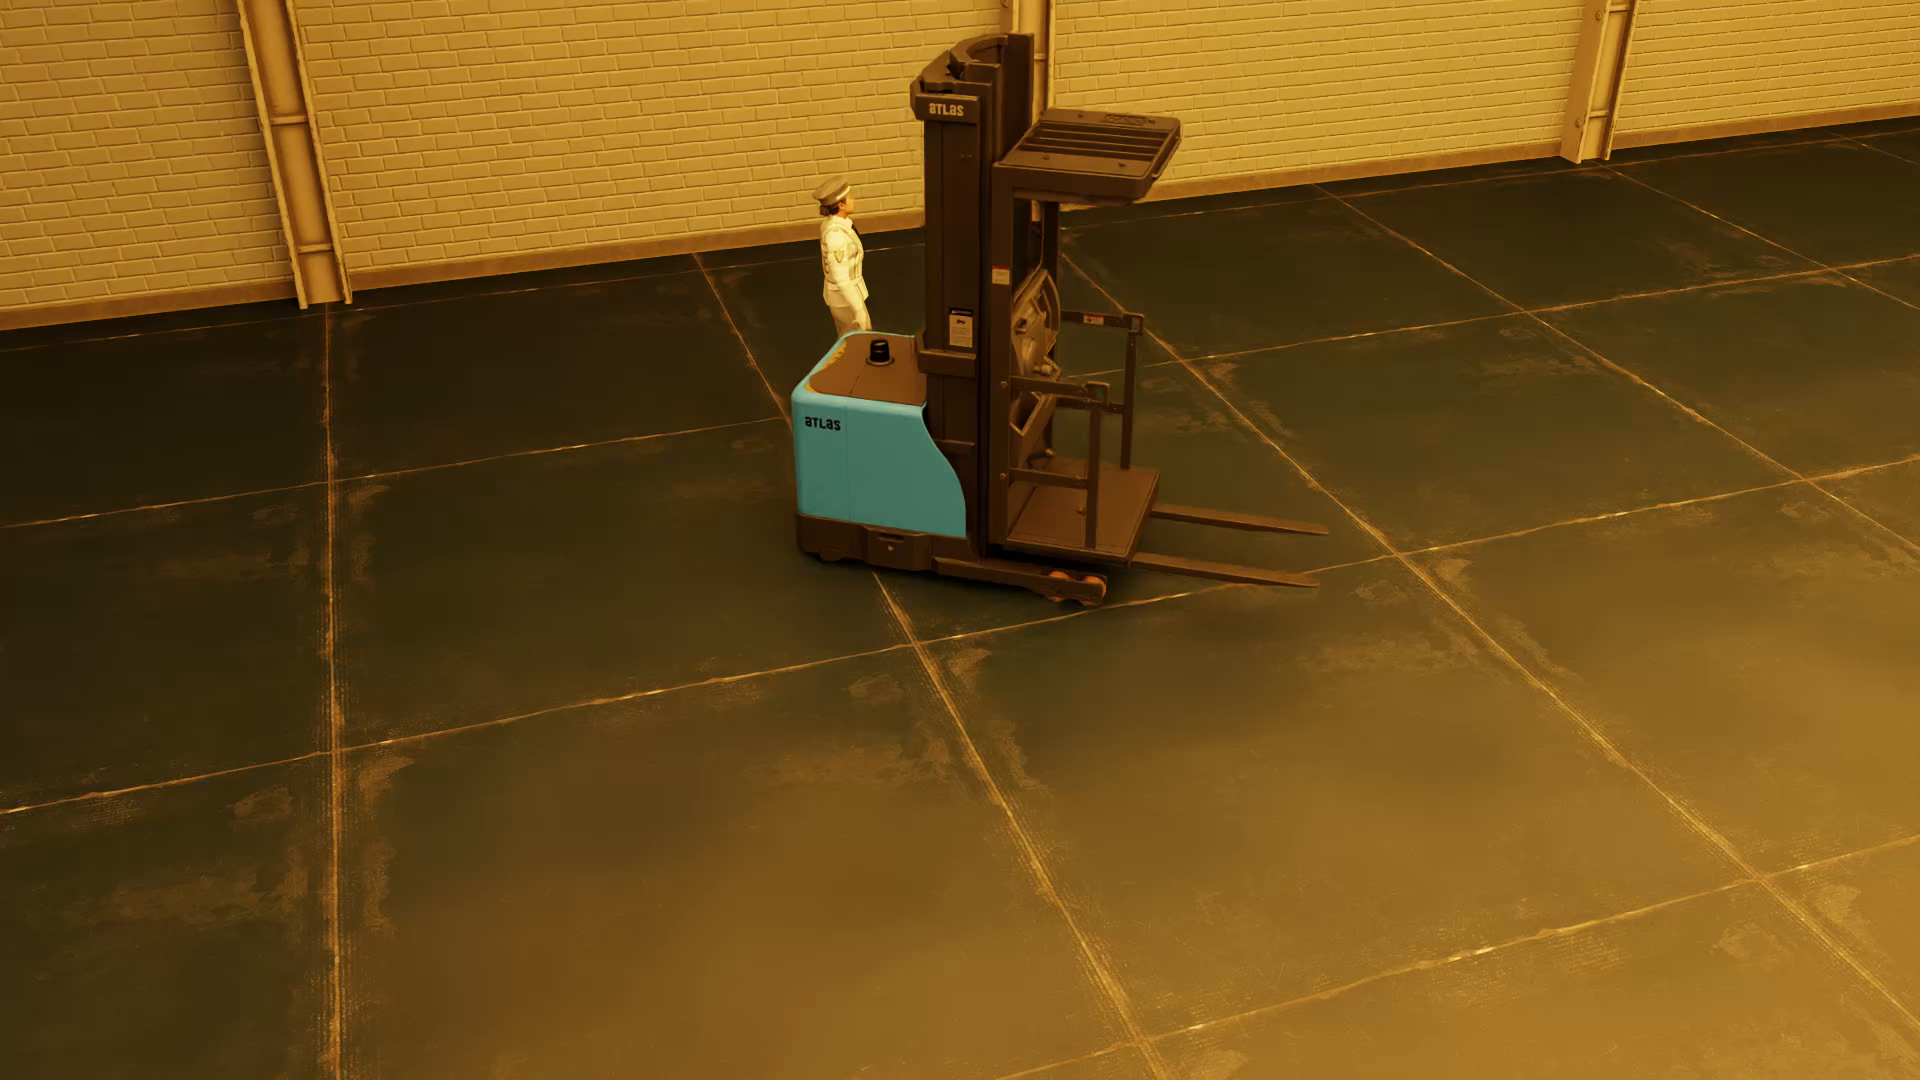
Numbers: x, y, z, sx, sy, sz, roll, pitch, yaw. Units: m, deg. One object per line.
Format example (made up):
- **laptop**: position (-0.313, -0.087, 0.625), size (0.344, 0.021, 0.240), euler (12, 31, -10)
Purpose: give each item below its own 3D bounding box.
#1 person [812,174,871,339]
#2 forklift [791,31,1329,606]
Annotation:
- **person**: position (-0.681, -1.597, 11.088), size (0.530, 1.696, 0.588), euler (-6, 30, -9)
- **forklift**: position (0.607, -1.193, 9.160), size (3.031, 2.935, 1.130), euler (8, 31, 14)
